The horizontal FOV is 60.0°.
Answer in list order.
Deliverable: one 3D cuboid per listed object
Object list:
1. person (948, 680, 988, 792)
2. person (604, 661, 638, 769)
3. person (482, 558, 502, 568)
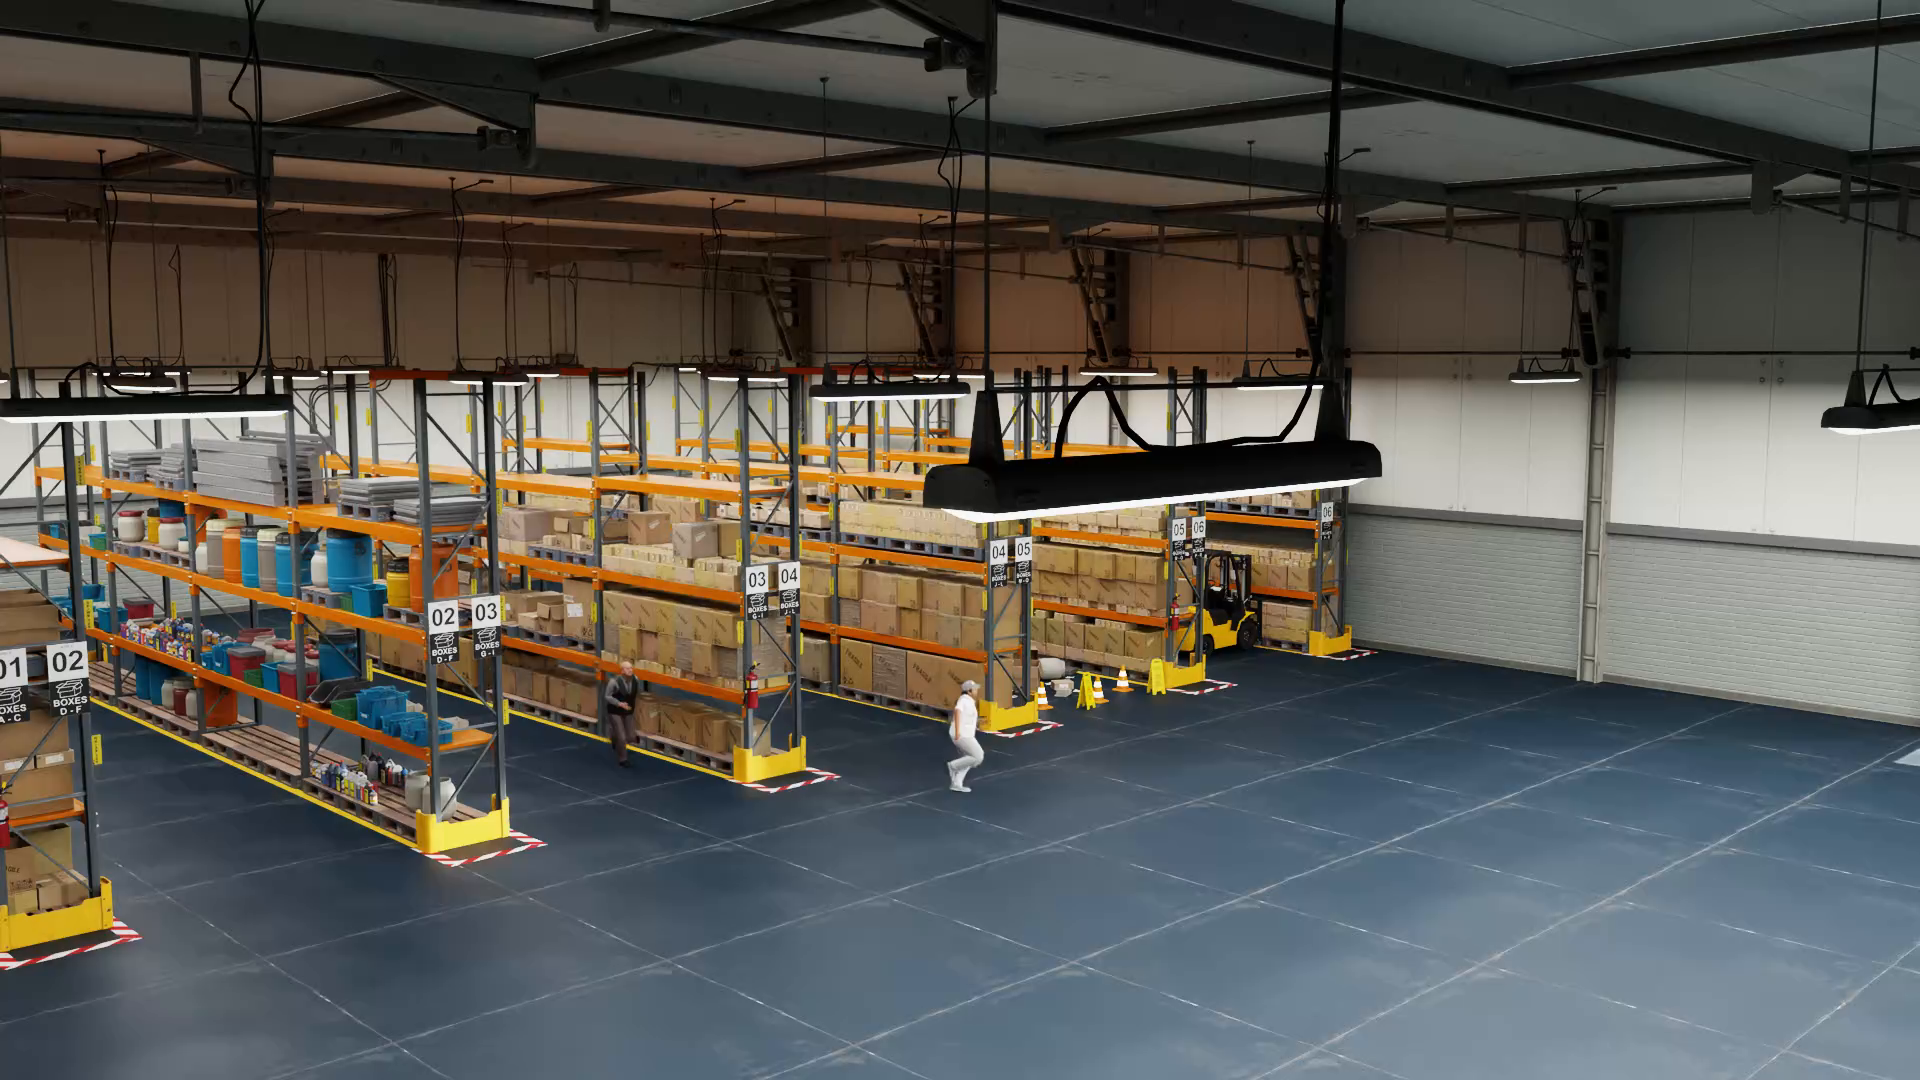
[{"bbox_3d":[0.119,2.837,24.005,0.611,1.618,0.639,-1,6,-5],"label":"person"},{"bbox_3d":[-5.157,2.694,25.390,0.646,1.586,0.746,-5,8,-40],"label":"person"},{"bbox_3d":[-11.405,0.963,40.048,0.742,1.705,0.609,3,7,22],"label":"person"}]
